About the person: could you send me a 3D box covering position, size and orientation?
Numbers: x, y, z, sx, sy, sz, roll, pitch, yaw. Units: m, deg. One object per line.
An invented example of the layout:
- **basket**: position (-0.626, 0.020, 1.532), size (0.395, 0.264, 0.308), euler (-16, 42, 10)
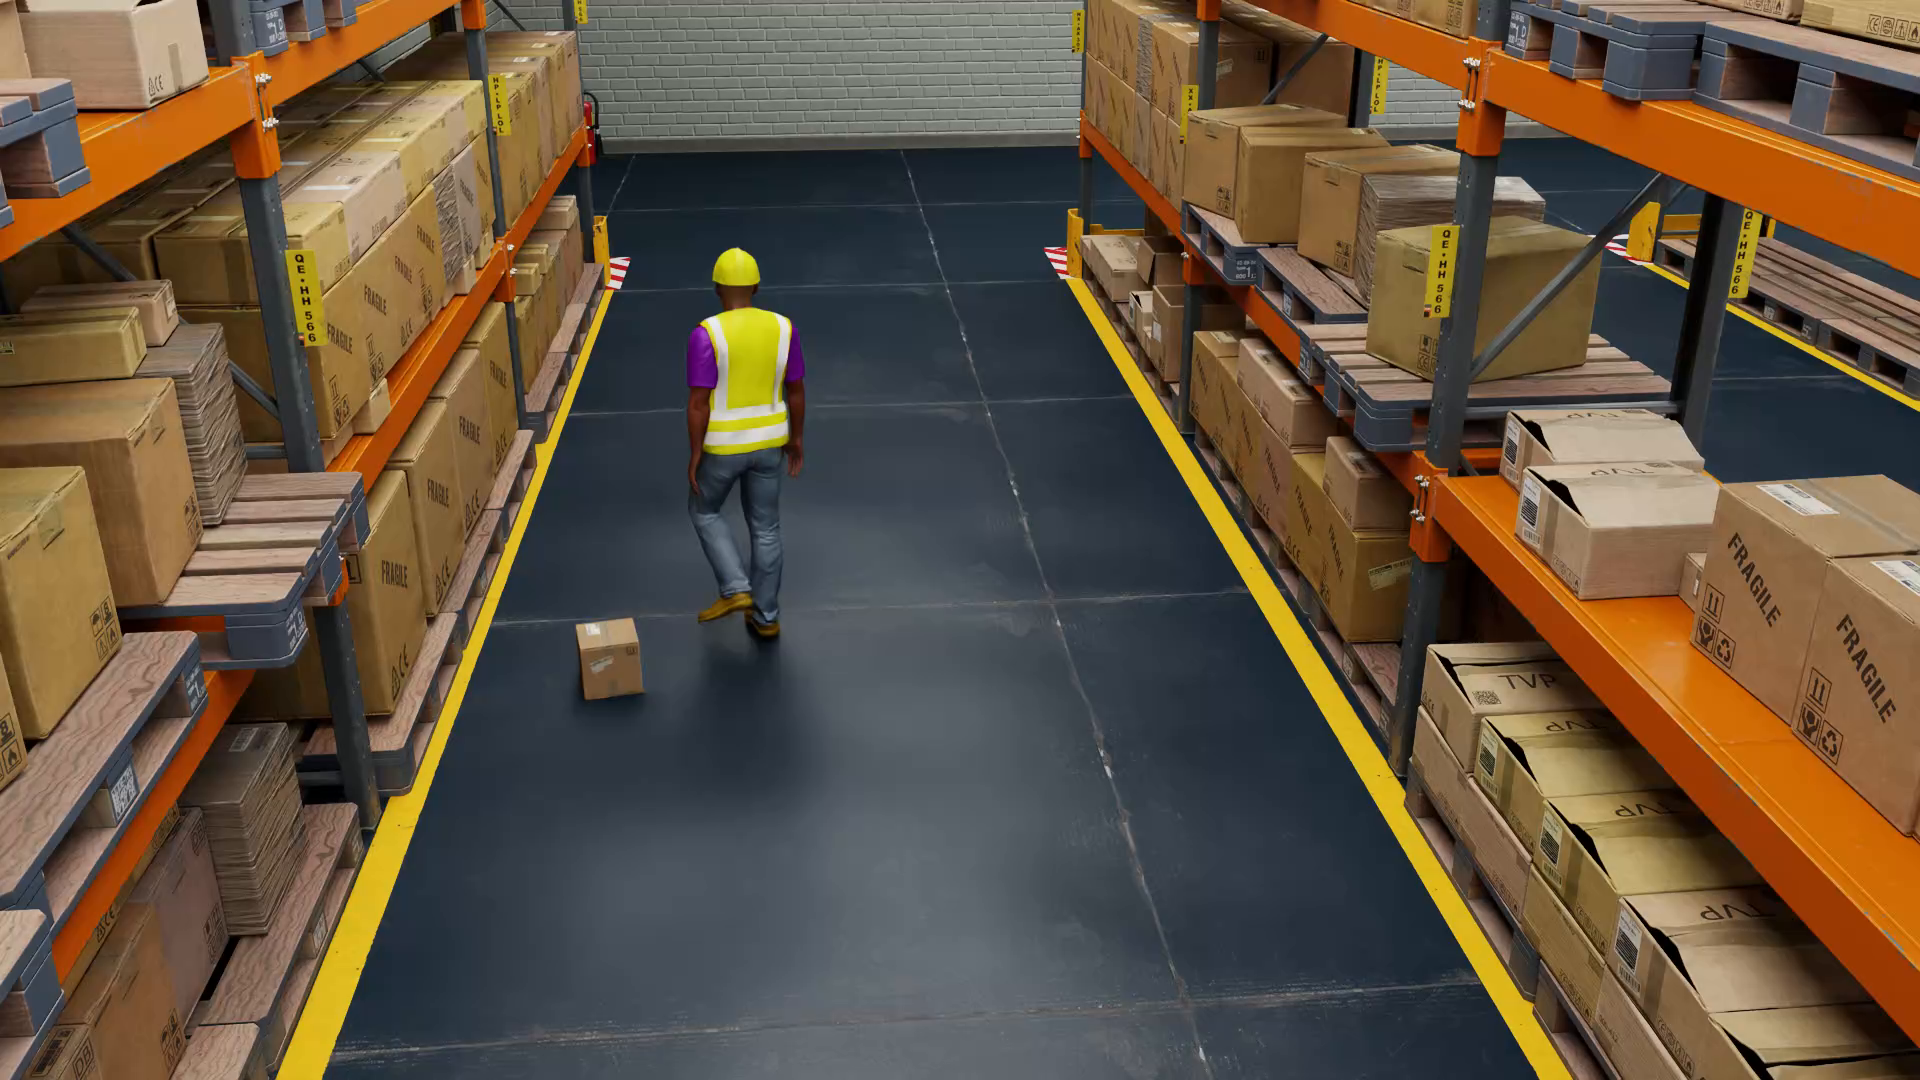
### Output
- **person**: position (8.189, 0.518, 3.567), size (13.035, 3.171, 16.029), euler (-12, 26, -25)
